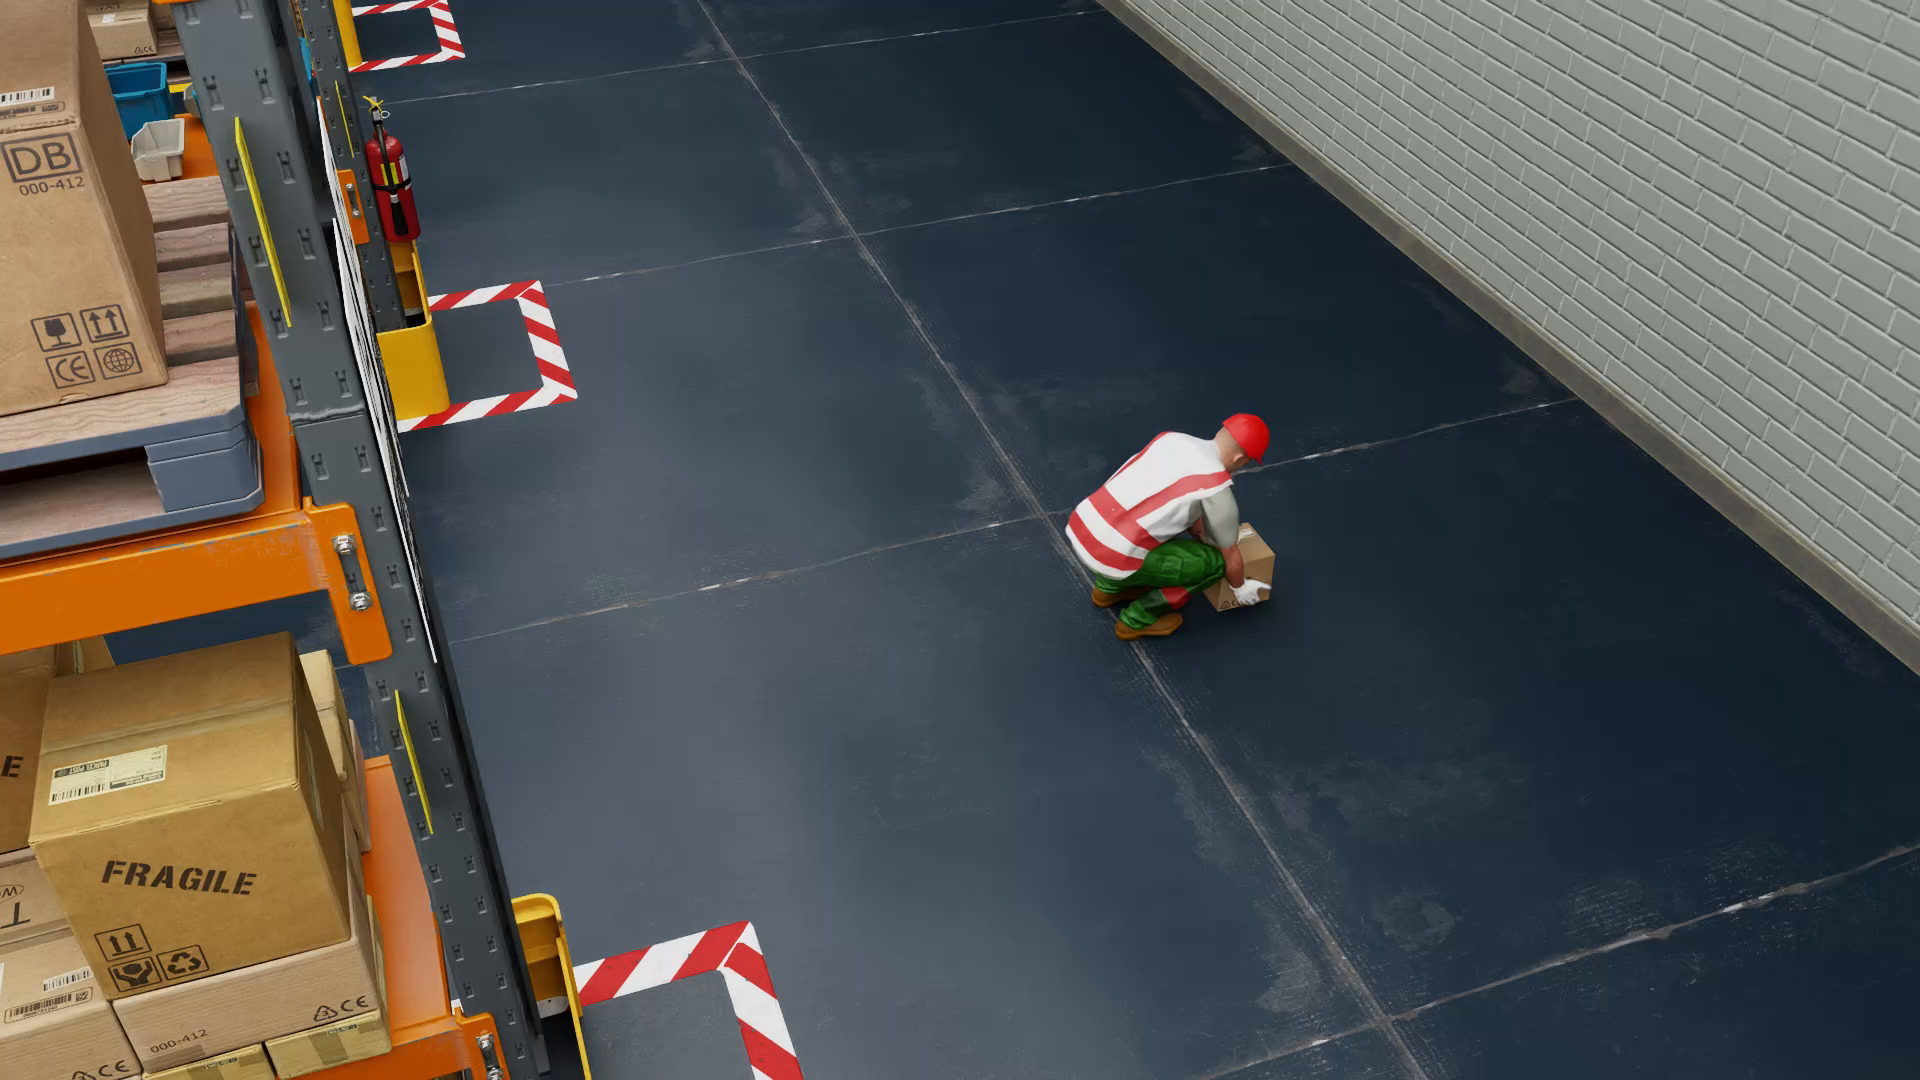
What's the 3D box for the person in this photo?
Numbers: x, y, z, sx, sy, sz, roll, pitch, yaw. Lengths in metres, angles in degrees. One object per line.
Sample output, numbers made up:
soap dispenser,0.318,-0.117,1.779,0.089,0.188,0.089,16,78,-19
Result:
person,0.880,-0.067,6.984,0.889,0.878,0.563,-12,39,-16
